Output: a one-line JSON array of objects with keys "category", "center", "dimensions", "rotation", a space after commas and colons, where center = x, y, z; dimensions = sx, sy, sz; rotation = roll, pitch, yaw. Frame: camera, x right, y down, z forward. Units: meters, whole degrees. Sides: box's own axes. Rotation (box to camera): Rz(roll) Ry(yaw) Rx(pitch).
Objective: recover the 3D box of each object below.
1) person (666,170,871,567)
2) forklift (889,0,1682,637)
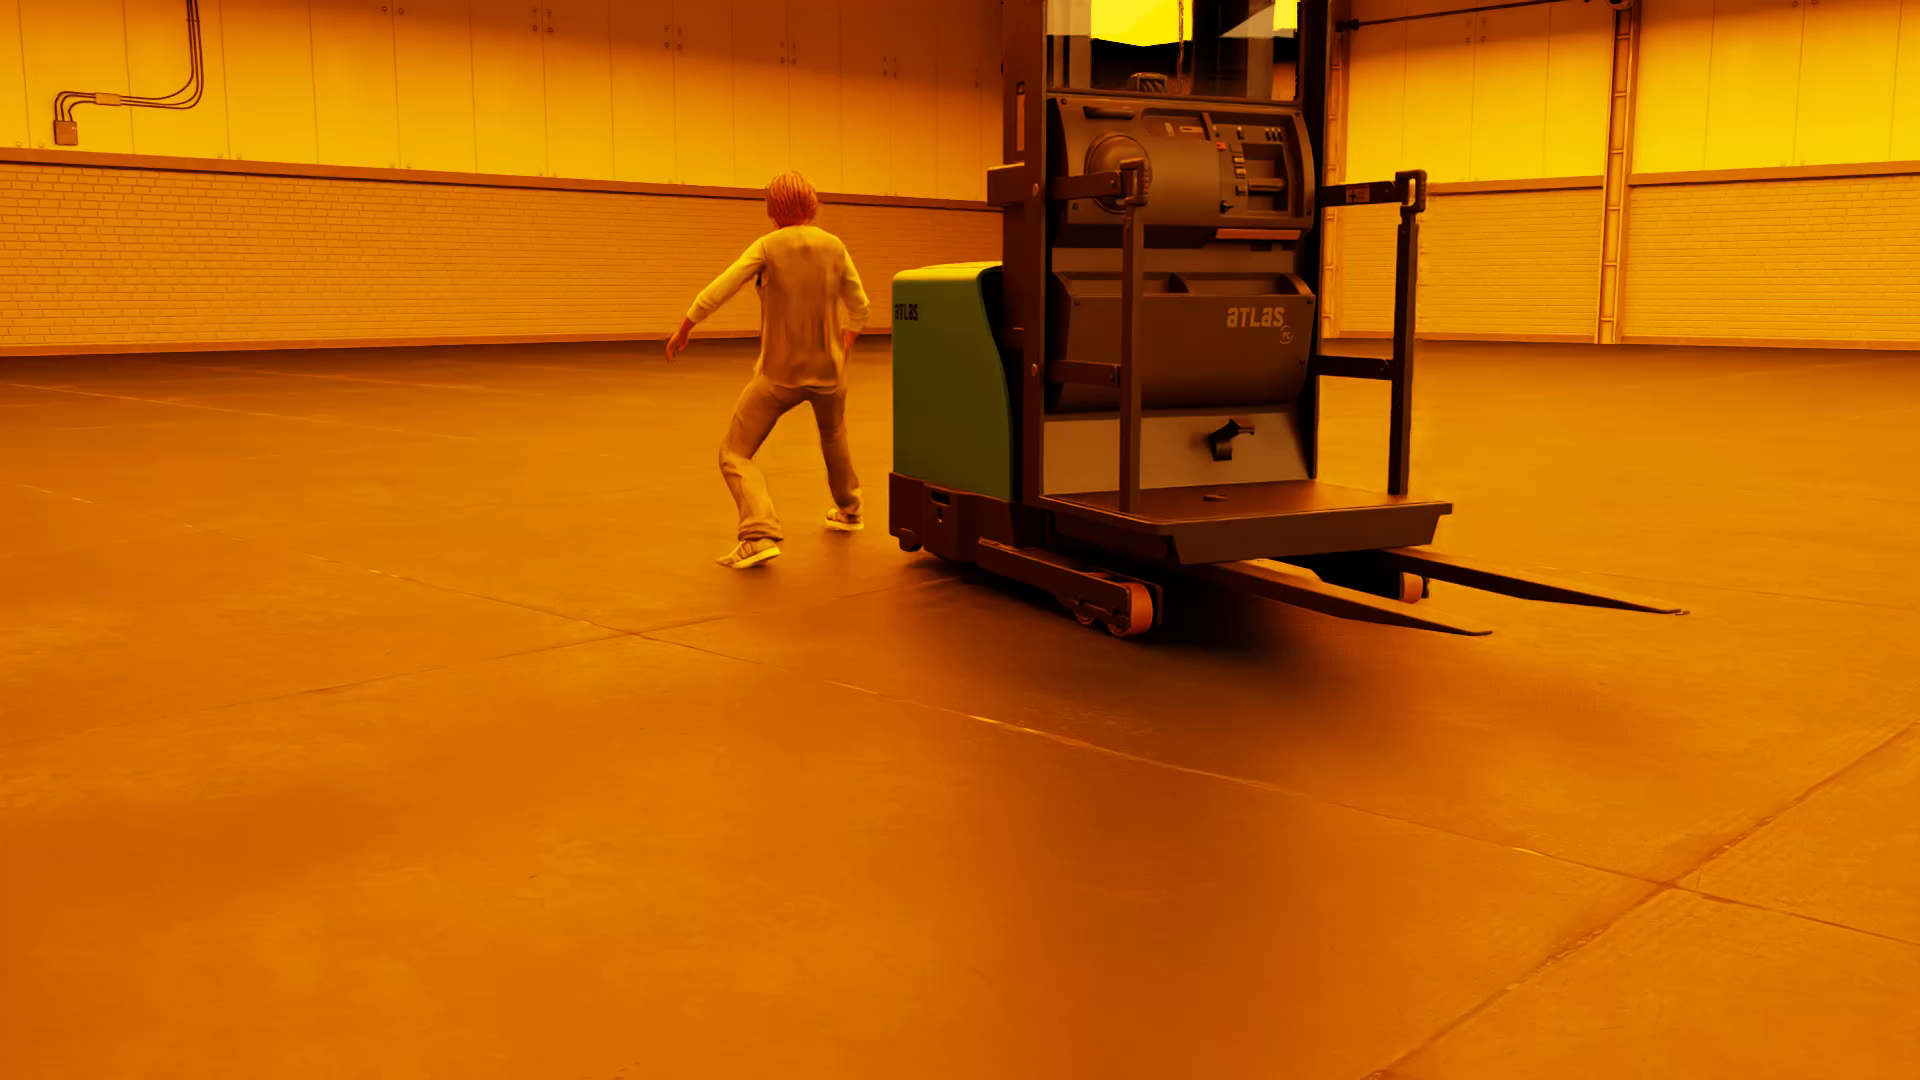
[{"category": "person", "center": [-0.675, -0.664, 6.417], "dimensions": [0.845, 1.469, 0.835], "rotation": [-4, 10, -27]}, {"category": "forklift", "center": [0.820, -1.240, 5.106], "dimensions": [1.130, 2.935, 3.031], "rotation": [-4, 9, -25]}]
